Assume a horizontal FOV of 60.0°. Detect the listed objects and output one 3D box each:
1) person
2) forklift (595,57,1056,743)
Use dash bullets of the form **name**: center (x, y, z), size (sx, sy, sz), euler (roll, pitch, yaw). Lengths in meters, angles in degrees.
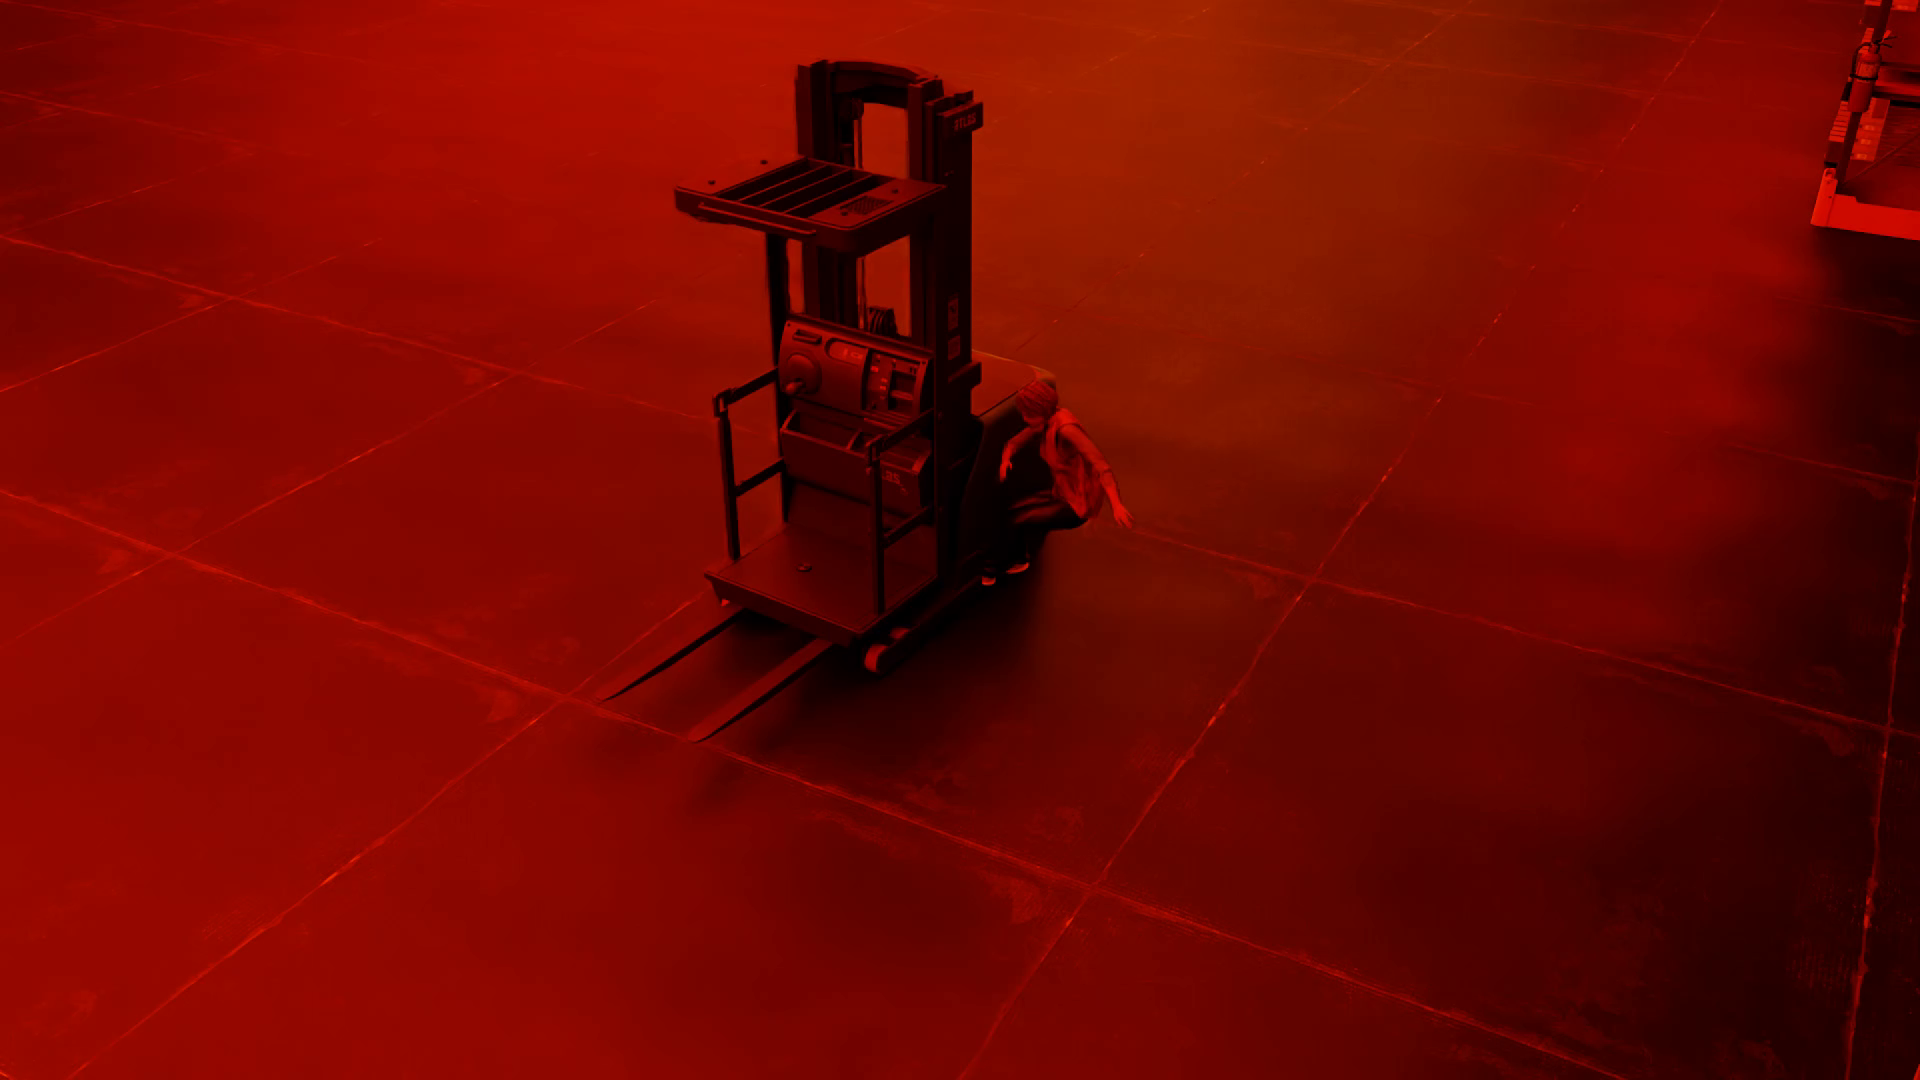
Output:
- **person**: center (0.405, -0.186, 9.071), size (0.843, 1.339, 0.916), euler (-7, 31, -12)
- **forklift**: center (-0.679, -0.832, 8.513), size (1.130, 2.935, 3.031), euler (19, 35, 29)
